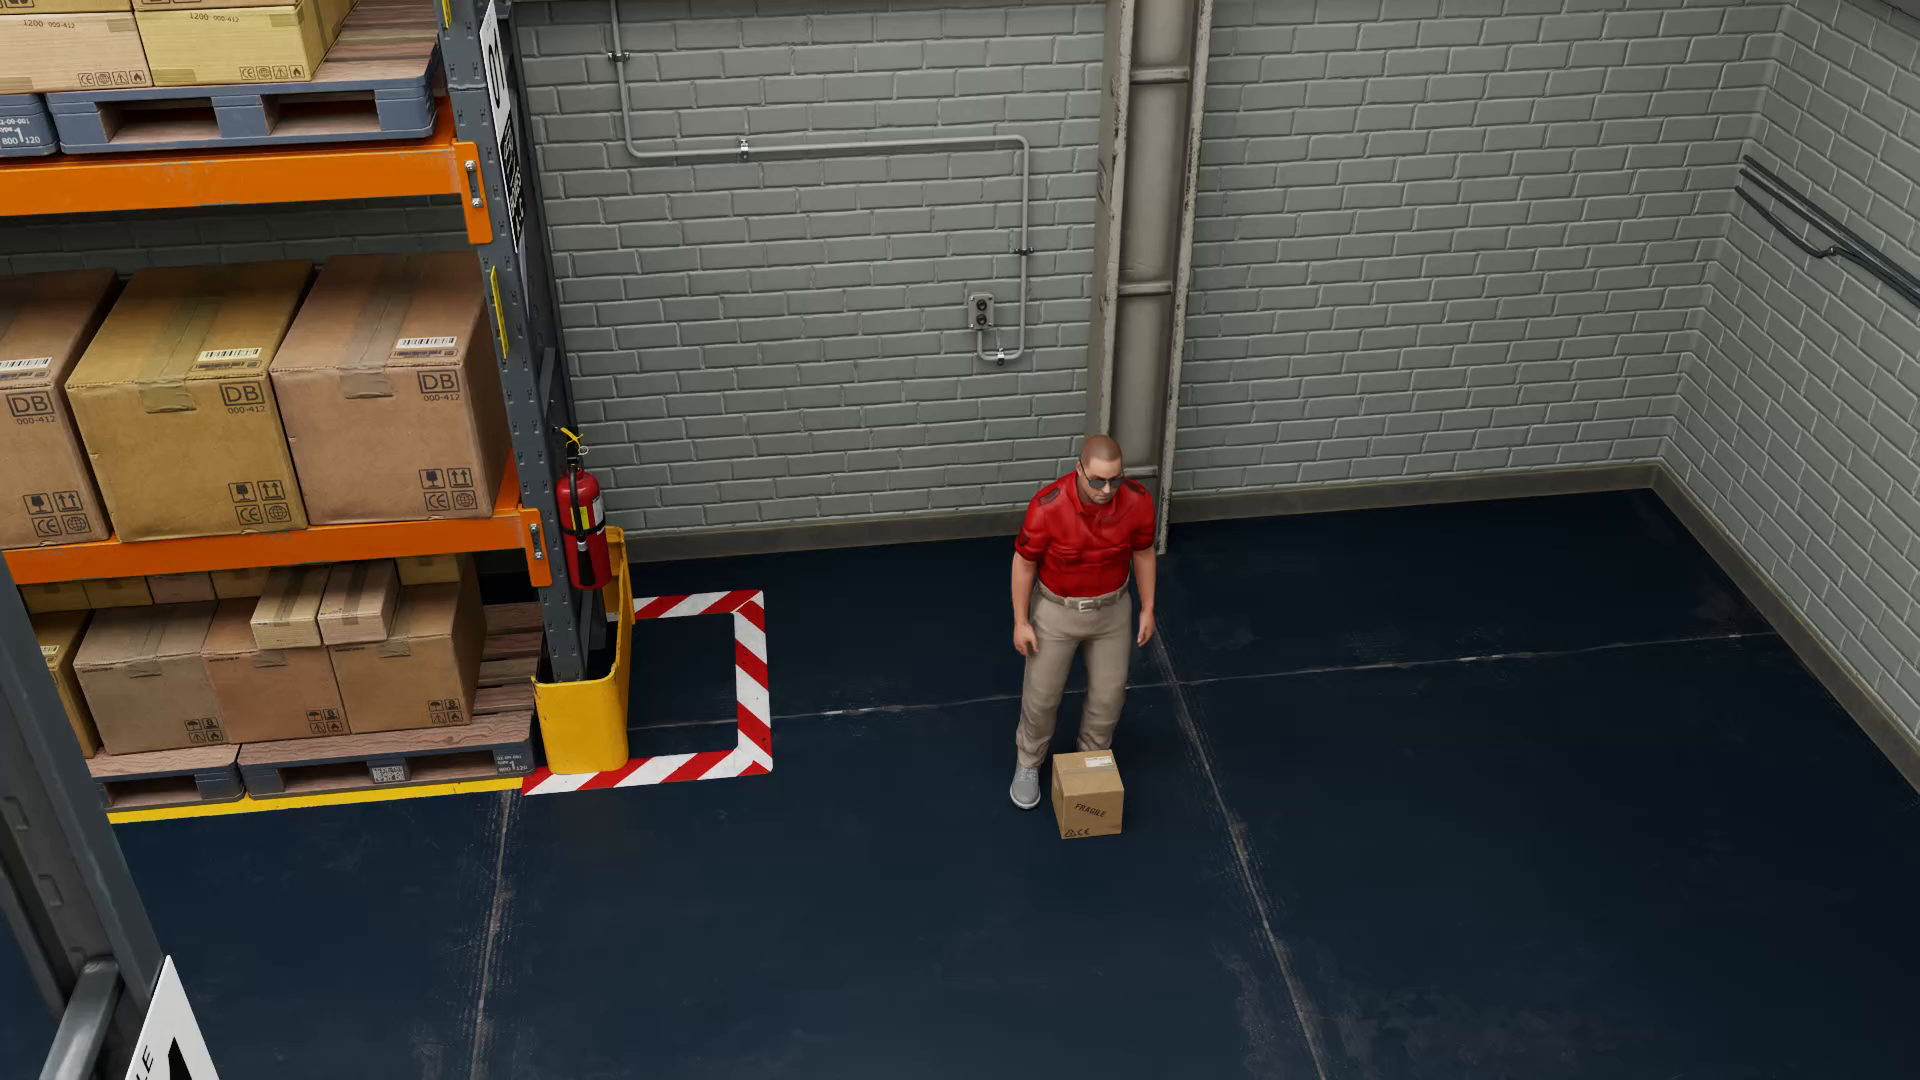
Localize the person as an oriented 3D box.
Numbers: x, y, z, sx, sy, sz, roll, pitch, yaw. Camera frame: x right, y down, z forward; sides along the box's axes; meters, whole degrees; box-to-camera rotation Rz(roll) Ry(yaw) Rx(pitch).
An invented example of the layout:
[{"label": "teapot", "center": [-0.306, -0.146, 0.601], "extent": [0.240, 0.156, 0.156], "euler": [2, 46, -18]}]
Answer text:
[{"label": "person", "center": [0.498, 0.317, 6.695], "extent": [0.602, 1.728, 0.427], "euler": [-6, 35, -8]}]
